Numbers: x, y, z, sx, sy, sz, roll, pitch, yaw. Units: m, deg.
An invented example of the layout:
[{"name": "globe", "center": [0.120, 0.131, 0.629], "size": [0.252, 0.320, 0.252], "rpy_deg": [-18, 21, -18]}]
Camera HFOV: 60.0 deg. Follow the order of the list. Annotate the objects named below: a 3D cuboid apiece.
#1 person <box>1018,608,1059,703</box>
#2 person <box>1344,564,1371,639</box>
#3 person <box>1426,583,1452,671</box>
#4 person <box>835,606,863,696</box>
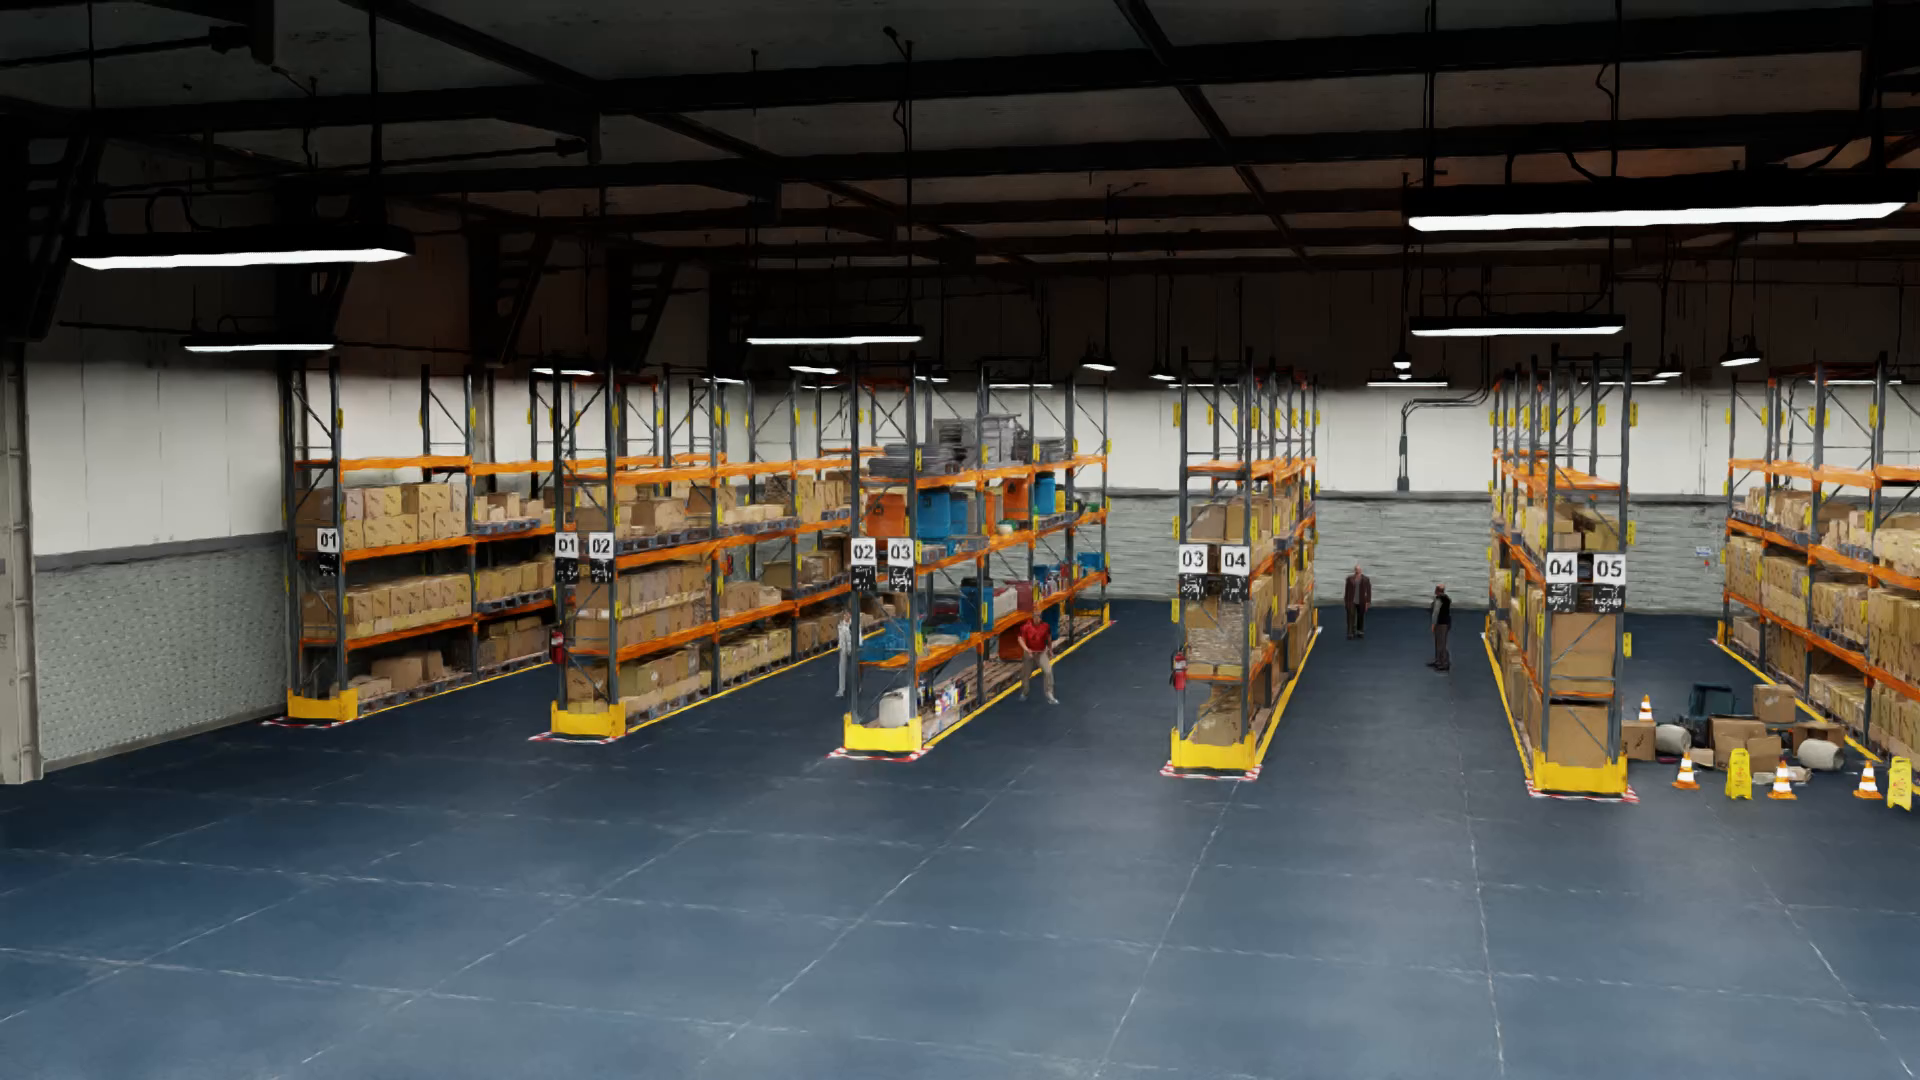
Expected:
[{"name": "person", "center": [1.348, 2.017, 29.264], "size": [0.699, 1.664, 0.814], "rpy_deg": [-1, 4, -7]}, {"name": "person", "center": [8.991, 1.375, 37.607], "size": [0.588, 1.700, 1.193], "rpy_deg": [1, 4, 13]}, {"name": "person", "center": [9.510, 1.705, 33.018], "size": [0.586, 1.718, 0.638], "rpy_deg": [3, 5, 36]}, {"name": "person", "center": [-1.983, 1.980, 30.001], "size": [0.502, 1.625, 0.997], "rpy_deg": [1, 4, 14]}]
